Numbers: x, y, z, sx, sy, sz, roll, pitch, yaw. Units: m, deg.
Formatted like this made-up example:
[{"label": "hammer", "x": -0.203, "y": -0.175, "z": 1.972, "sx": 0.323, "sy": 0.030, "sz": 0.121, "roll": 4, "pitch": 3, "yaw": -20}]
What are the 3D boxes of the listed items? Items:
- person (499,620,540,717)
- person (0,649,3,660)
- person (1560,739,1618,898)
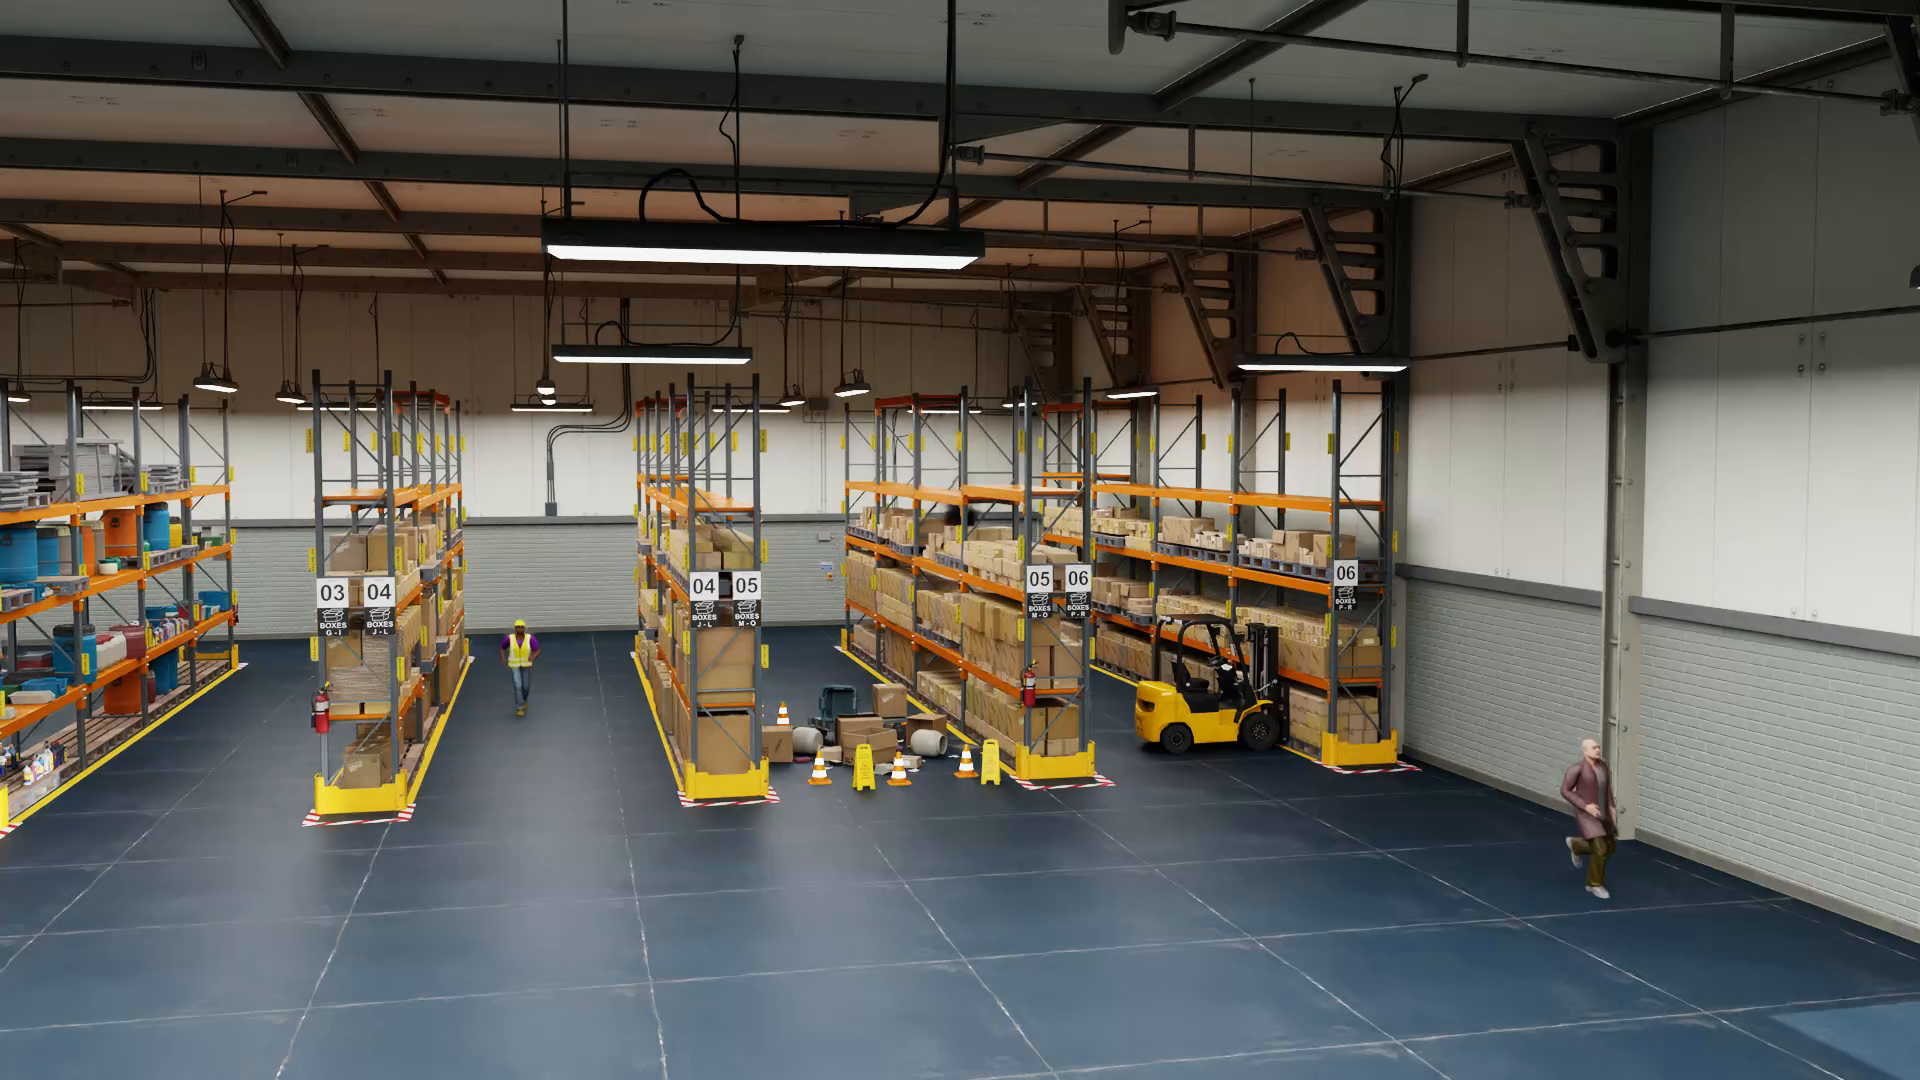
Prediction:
[{"label": "person", "x": -8.123, "y": 2.341, "z": 30.704, "sx": 0.723, "sy": 1.755, "sz": 0.861, "roll": -1, "pitch": 4, "yaw": -21}, {"label": "person", "x": -17.802, "y": 2.424, "z": 30.364, "sx": 0.610, "sy": 1.626, "sz": 0.855, "roll": -1, "pitch": 3, "yaw": -19}, {"label": "person", "x": 7.027, "y": 3.078, "z": 18.609, "sx": 0.730, "sy": 1.723, "sz": 0.717, "roll": -2, "pitch": 4, "yaw": -29}]
